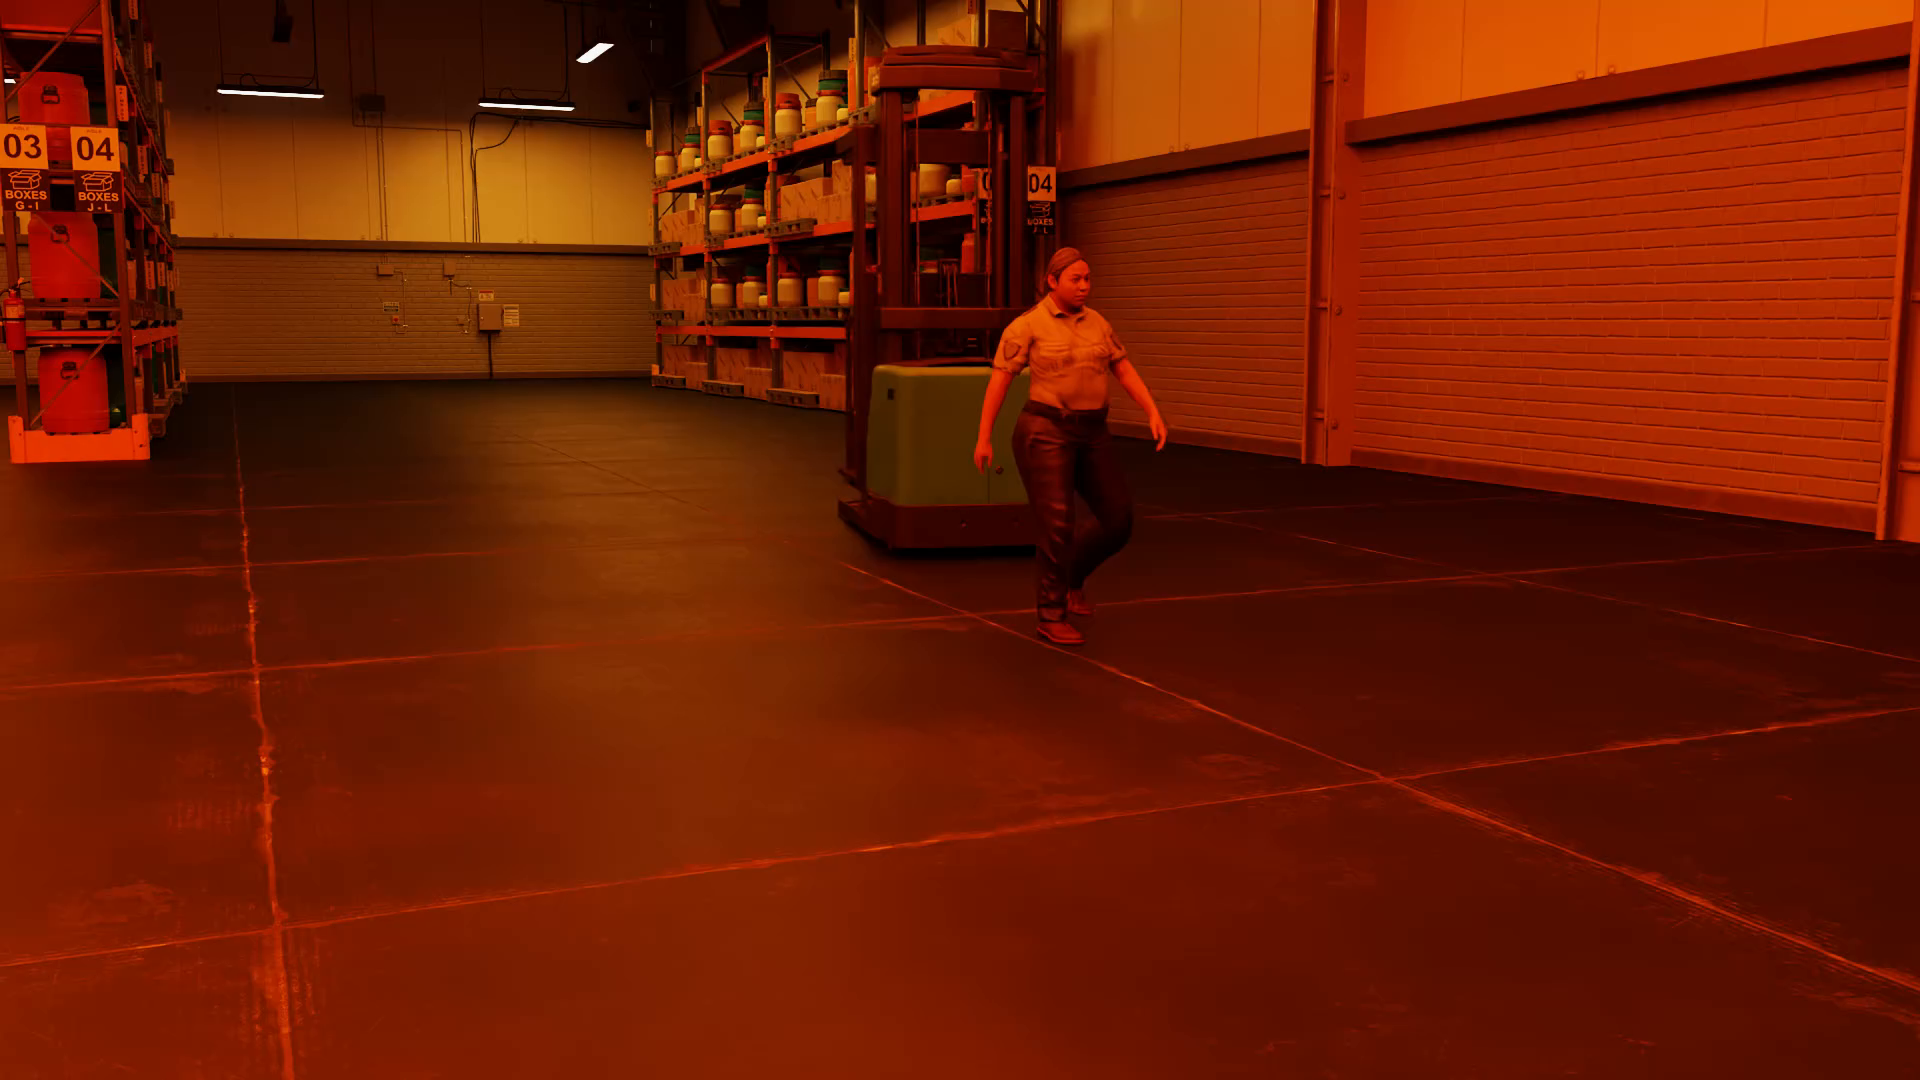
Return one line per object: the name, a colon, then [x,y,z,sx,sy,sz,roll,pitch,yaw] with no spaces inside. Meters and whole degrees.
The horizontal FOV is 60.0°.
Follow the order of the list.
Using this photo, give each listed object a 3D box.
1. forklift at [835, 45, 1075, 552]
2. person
forklift: [-0.182,-1.538,10.608,1.130,2.935,3.031,-2,8,-13]
person: [0.436,-0.406,7.020,0.719,1.633,0.557,-4,9,-31]
